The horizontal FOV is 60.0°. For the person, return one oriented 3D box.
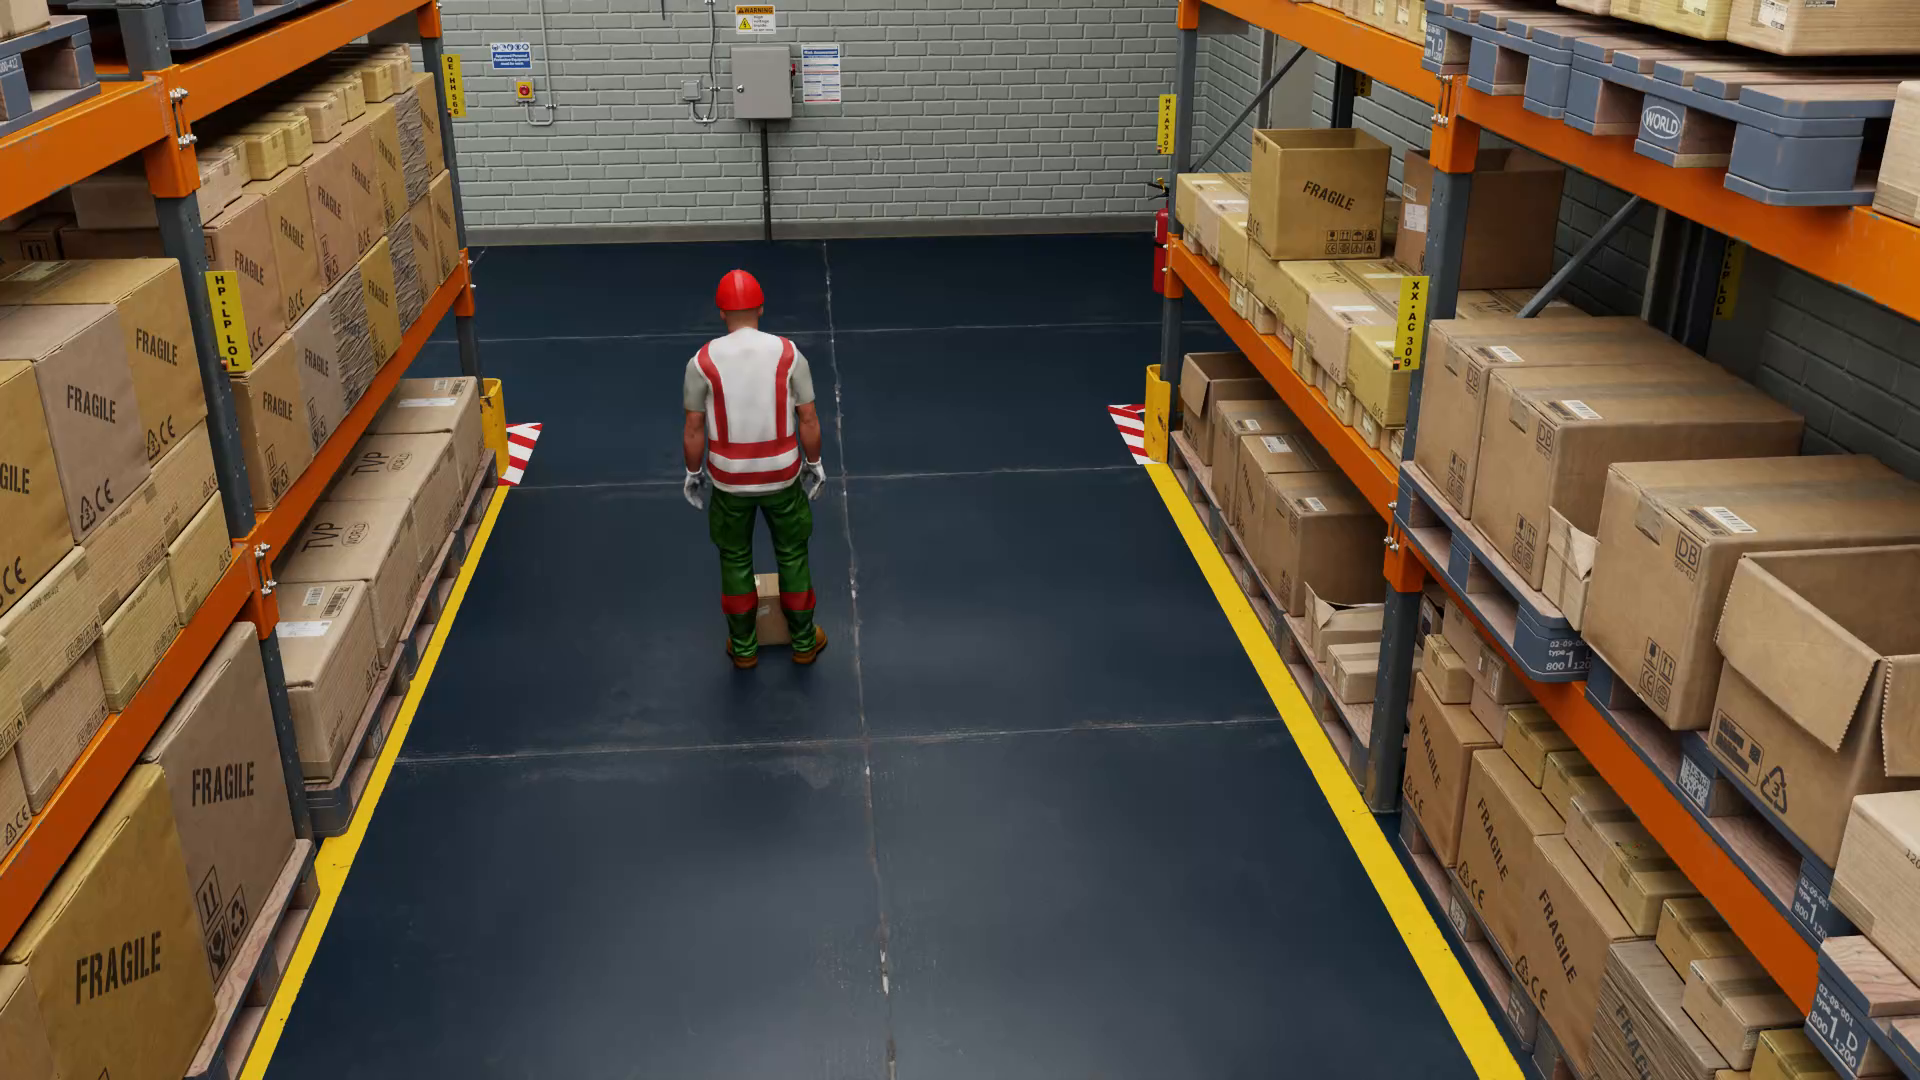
[{"bbox_3d":[-0.878,-0.291,7.249,0.607,1.779,0.456,-3,24,-6],"label":"person"}]
